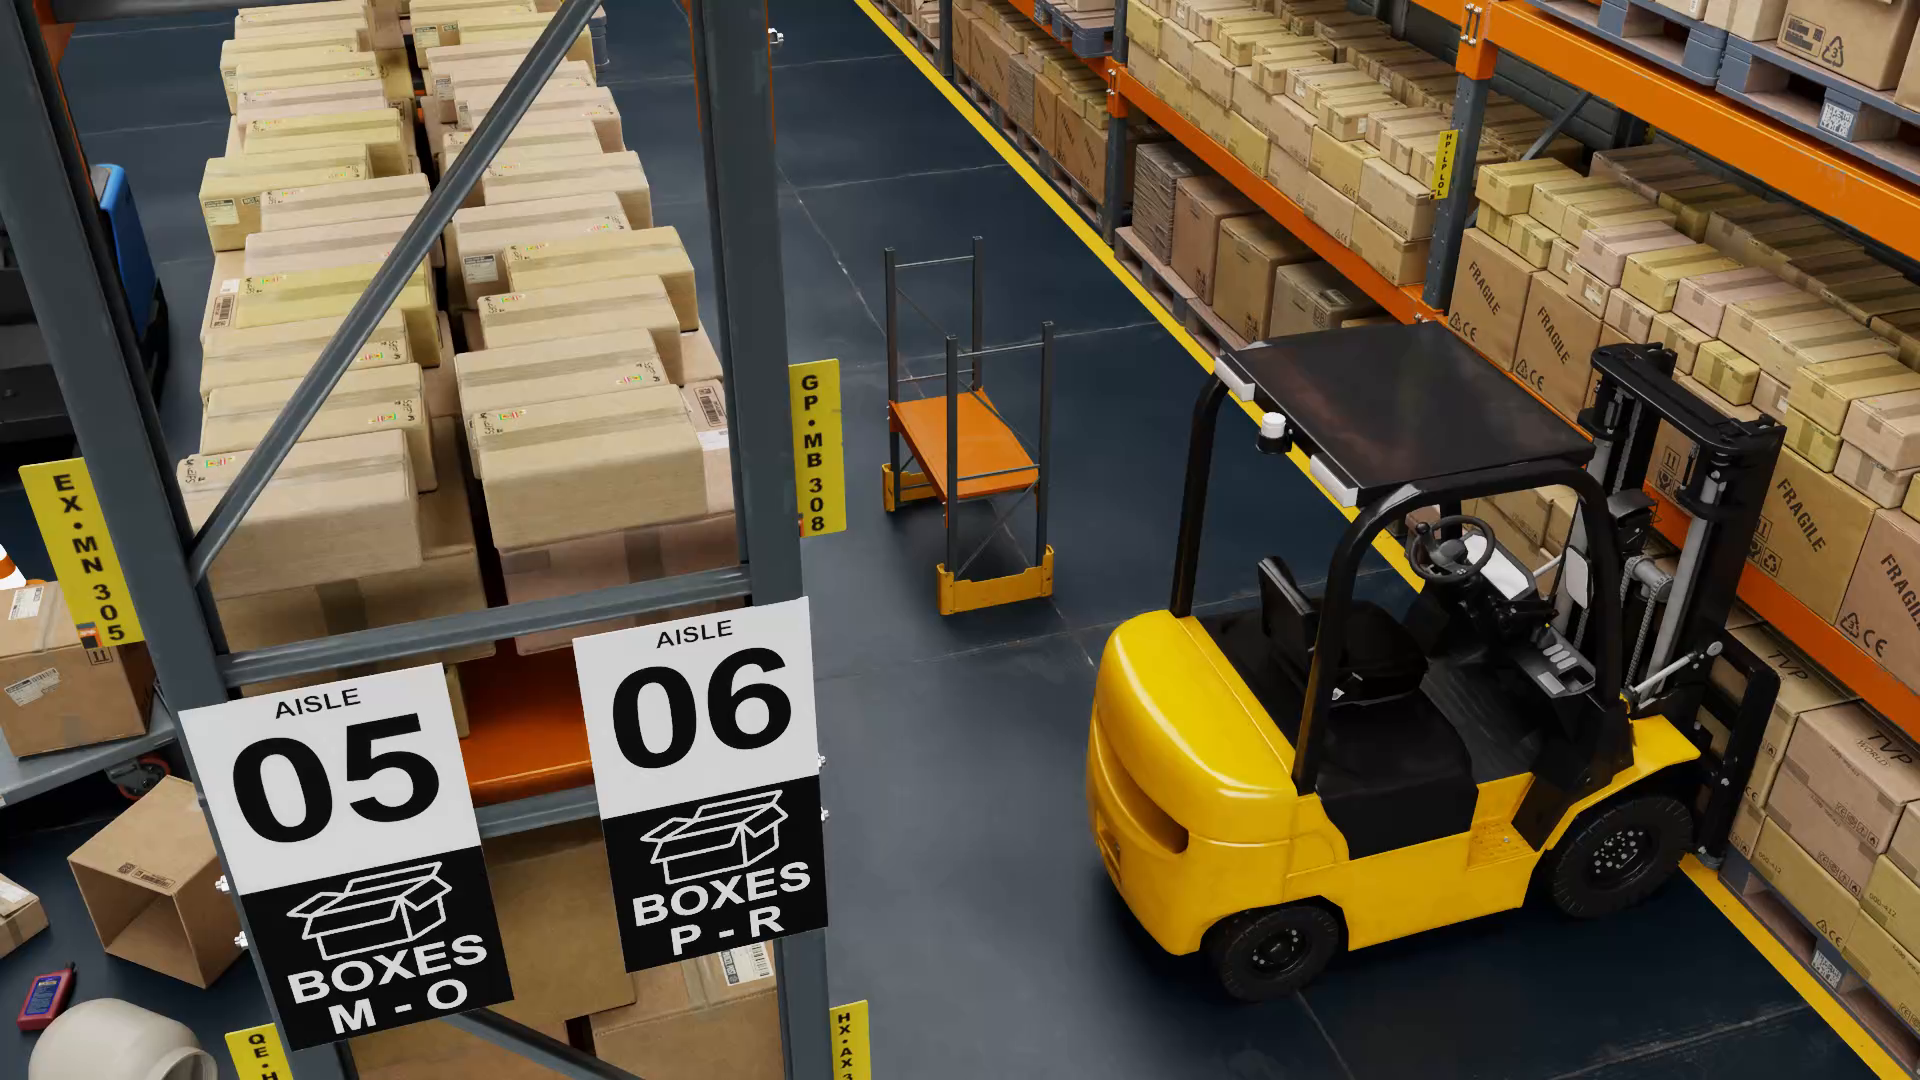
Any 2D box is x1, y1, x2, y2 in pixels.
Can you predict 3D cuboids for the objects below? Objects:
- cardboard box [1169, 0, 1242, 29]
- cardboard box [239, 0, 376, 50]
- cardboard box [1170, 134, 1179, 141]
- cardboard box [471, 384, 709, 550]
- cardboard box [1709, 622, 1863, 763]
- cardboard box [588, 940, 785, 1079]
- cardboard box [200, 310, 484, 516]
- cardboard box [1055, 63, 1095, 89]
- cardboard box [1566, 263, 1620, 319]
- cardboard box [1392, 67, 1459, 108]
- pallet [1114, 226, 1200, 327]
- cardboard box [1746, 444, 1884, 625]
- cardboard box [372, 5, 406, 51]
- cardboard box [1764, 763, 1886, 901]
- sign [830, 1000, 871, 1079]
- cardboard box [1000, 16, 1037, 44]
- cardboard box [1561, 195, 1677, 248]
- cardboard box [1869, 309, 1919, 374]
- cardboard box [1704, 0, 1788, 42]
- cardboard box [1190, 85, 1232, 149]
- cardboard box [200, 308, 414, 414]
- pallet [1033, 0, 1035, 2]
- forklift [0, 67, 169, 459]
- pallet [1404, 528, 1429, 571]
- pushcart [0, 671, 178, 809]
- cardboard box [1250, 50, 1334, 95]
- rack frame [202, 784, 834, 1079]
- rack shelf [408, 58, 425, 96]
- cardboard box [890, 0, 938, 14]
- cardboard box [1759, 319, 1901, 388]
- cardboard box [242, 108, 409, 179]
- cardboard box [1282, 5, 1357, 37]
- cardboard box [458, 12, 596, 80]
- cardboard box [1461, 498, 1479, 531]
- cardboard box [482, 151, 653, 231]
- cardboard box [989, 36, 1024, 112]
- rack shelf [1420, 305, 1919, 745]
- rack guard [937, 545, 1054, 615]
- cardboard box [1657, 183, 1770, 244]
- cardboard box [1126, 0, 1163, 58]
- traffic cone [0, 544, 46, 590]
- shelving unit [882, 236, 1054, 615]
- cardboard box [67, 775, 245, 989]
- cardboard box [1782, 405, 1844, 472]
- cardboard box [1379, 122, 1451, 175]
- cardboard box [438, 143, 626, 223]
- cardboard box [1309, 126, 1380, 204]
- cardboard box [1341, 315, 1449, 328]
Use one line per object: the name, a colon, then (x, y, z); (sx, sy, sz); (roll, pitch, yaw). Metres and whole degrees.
cardboard box: (1.529, -3.300, 10.344); (0.380, 0.149, 0.250); (-9, 35, -13)
cardboard box: (-2.087, -1.666, 5.333); (0.380, 0.149, 0.250); (-9, 35, -13)
cardboard box: (1.665, -2.876, 12.267); (0.500, 0.500, 0.500); (-9, 34, -13)
cardboard box: (-0.673, -0.138, 3.022); (0.380, 0.149, 0.250); (-10, 35, -15)
cardboard box: (3.205, 0.560, 6.387); (0.500, 0.250, 0.500); (-10, 35, -14)
cardboard box: (-0.639, 1.101, 4.003); (0.500, 0.500, 0.500); (-11, 35, -15)
cardboard box: (-1.311, -0.241, 3.539); (0.500, 0.250, 0.500); (-10, 35, -15)
cardboard box: (0.947, -3.525, 12.661); (0.380, 0.149, 0.250); (-9, 35, -13)
cardboard box: (2.785, -1.066, 6.963); (0.380, 0.149, 0.250); (-9, 35, -14)
cardboard box: (2.588, -2.454, 9.064); (0.380, 0.149, 0.250); (-10, 35, -15)
pallet: (1.741, -1.873, 11.393); (1.003, 0.211, 1.213); (-10, 35, -15)
cardboard box: (3.261, -0.074, 6.050); (0.500, 0.500, 0.500); (-11, 35, -16)
cardboard box: (-2.105, -1.574, 5.557); (0.500, 0.250, 0.500); (-11, 35, -16)
cardboard box: (3.378, 1.021, 6.144); (0.500, 0.250, 0.500); (-10, 35, -15)
sign: (-0.242, 1.109, 3.565); (0.100, 0.325, 0.005); (-10, 35, -15)
cardboard box: (0.547, -4.201, 13.684); (0.380, 0.149, 0.250); (-10, 35, -15)
cardboard box: (2.814, -1.340, 7.107); (0.380, 0.149, 0.250); (-11, 35, -16)
cardboard box: (3.624, -0.740, 6.201); (0.380, 0.149, 0.250); (-10, 35, -14)
cardboard box: (2.911, -1.957, 5.920); (0.396, 0.266, 0.258); (-11, 35, -16)
cardboard box: (1.742, -2.604, 10.106); (0.500, 0.250, 0.500); (-11, 35, -16)
cardboard box: (-1.280, -0.318, 3.294); (0.380, 0.149, 0.250); (-10, 35, -15)
pallet: (0.929, -4.415, 12.885); (1.003, 0.211, 1.213); (-10, 35, -15)
forklift: (-5.274, -1.830, 8.861); (1.130, 2.935, 3.031); (-10, 35, -14)
pallet: (2.950, 0.213, 8.236); (1.003, 0.211, 1.213); (-10, 35, -15)
pushcart: (-4.135, 0.966, 6.946); (1.648, 0.377, 0.936); (-23, 40, -31)
cardboard box: (1.859, -2.621, 9.317); (0.380, 0.149, 0.250); (-11, 35, -16)
rack frame: (-0.759, 1.562, 3.665); (1.000, 3.000, 0.127); (-10, 35, -15)
rack shelf: (-2.589, -2.539, 7.804); (1.077, 0.370, 4.000); (-10, 35, -15)
cardboard box: (-0.277, -5.470, 16.194); (0.700, 0.500, 0.500); (-11, 35, -17)
cardboard box: (3.184, -0.668, 6.091); (0.380, 0.149, 0.250); (-10, 35, -14)
cardboard box: (-1.641, -0.995, 4.318); (0.380, 0.149, 0.250); (-9, 35, -14)
cardboard box: (2.173, -3.118, 10.069); (0.380, 0.149, 0.250); (-10, 35, -15)
cardboard box: (-1.324, -1.498, 5.080); (0.380, 0.149, 0.250); (-9, 35, -13)
cardboard box: (2.601, -0.306, 8.151); (0.500, 0.250, 0.500); (-10, 35, -15)
cardboard box: (-0.957, -0.819, 4.052); (0.380, 0.149, 0.250); (-9, 35, -13)
cardboard box: (0.560, -3.875, 13.780); (0.500, 0.500, 0.500); (-11, 35, -16)
rack shelf: (3.357, -0.025, 6.719); (1.077, 0.370, 4.000); (-10, 35, -15)
rack guard: (0.175, 0.197, 8.225); (0.587, 0.250, 0.087); (-10, 35, -15)
cardboard box: (3.263, -1.419, 7.228); (0.380, 0.149, 0.250); (-10, 35, -15)
cardboard box: (1.406, -3.343, 10.770); (0.500, 0.250, 0.500); (-10, 35, -15)
traffic cone: (-4.731, 0.121, 8.148); (0.336, 0.463, 0.334); (-10, 35, -15)
shelving unit: (0.023, -0.586, 8.276); (0.587, 1.500, 1.083); (-10, 35, -15)
cardboard box: (-2.948, 1.295, 6.334); (0.500, 0.500, 0.500); (13, 36, 18)
cardboard box: (3.180, -0.391, 5.942); (0.380, 0.149, 0.250); (-10, 35, -14)
cardboard box: (2.335, -1.962, 8.319); (0.380, 0.149, 0.250); (-11, 35, -15)
cardboard box: (-1.121, -0.865, 4.484); (0.500, 0.250, 0.500); (-9, 35, -14)
cardboard box: (2.190, -2.004, 8.745); (0.500, 0.250, 0.500); (-11, 35, -16)
cardboard box: (2.577, -0.831, 9.060); (0.875, 0.625, 0.625); (-8, 34, -13)
